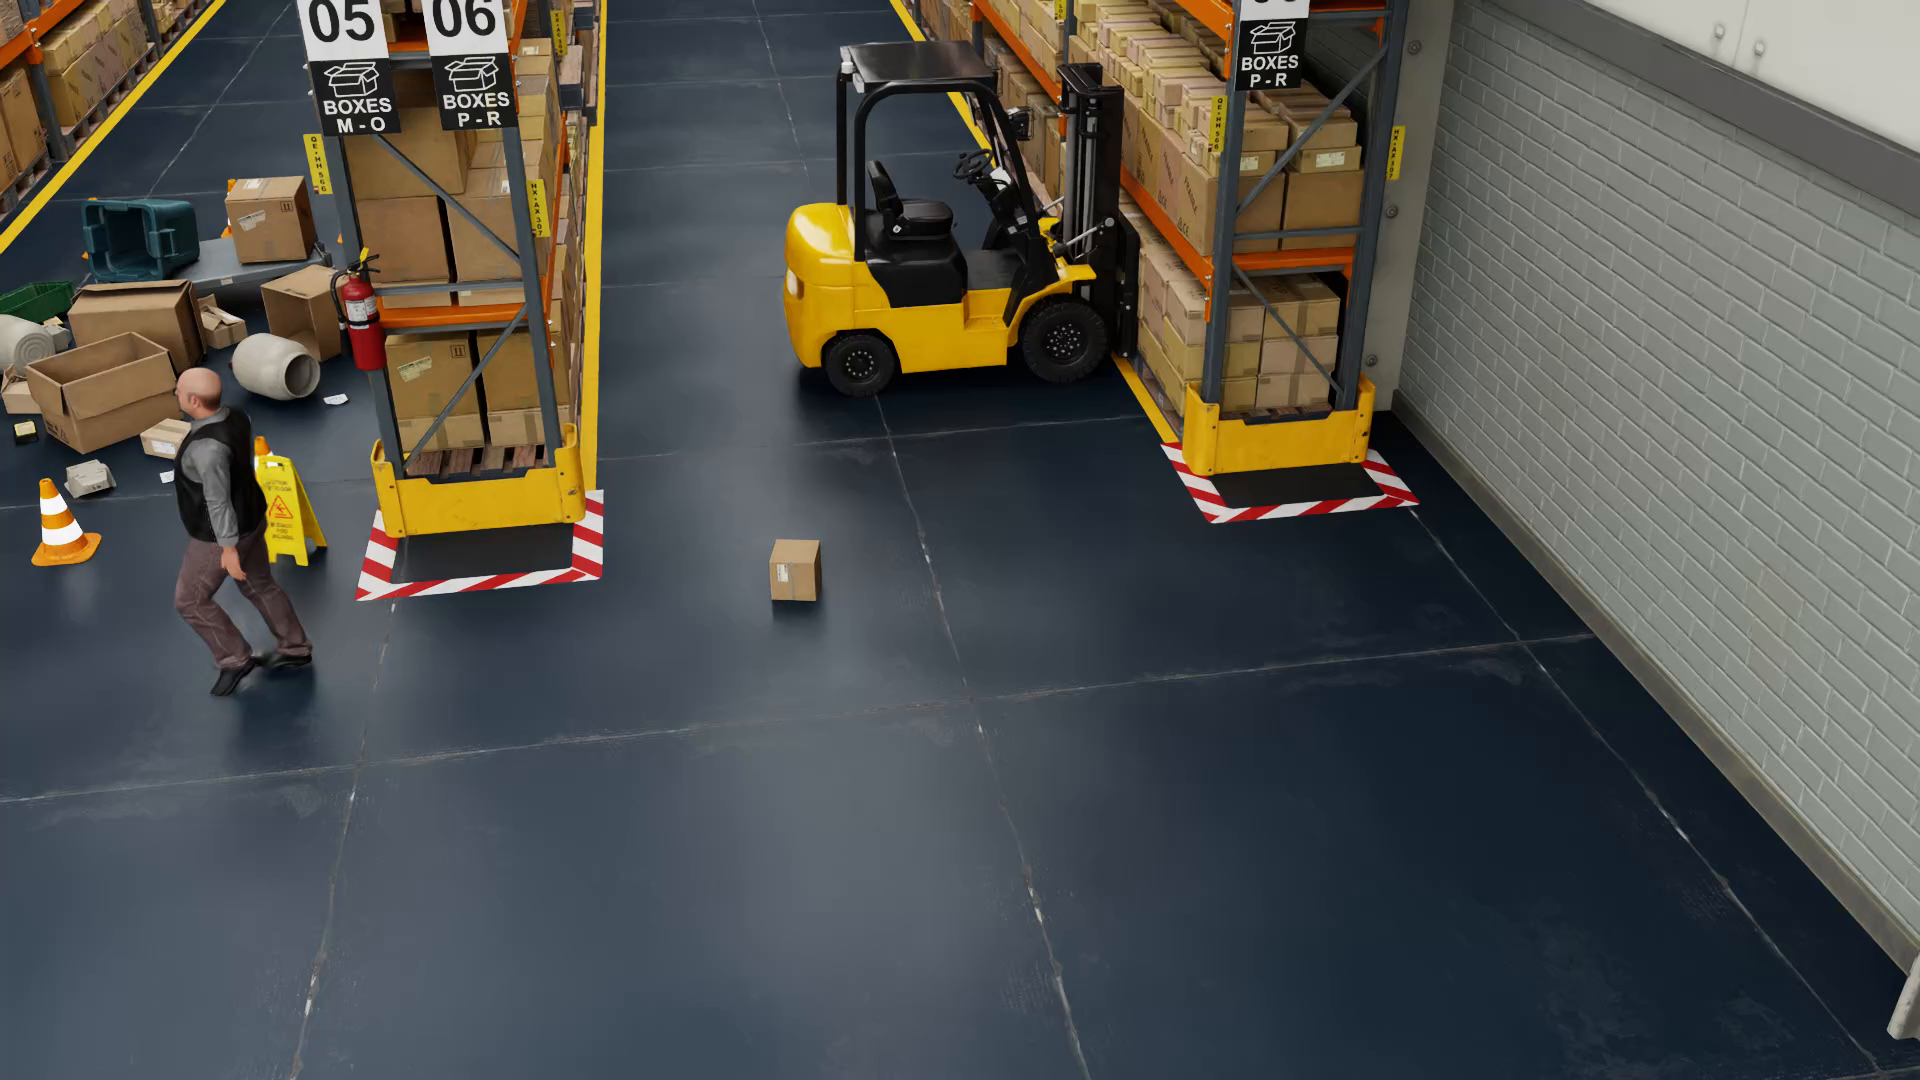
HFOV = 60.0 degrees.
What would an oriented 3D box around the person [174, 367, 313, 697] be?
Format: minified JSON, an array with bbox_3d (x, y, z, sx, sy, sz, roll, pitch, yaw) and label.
[{"bbox_3d":[-3.632,-0.033,8.239,0.539,1.784,0.569,-1,31,-2],"label":"person"}]
